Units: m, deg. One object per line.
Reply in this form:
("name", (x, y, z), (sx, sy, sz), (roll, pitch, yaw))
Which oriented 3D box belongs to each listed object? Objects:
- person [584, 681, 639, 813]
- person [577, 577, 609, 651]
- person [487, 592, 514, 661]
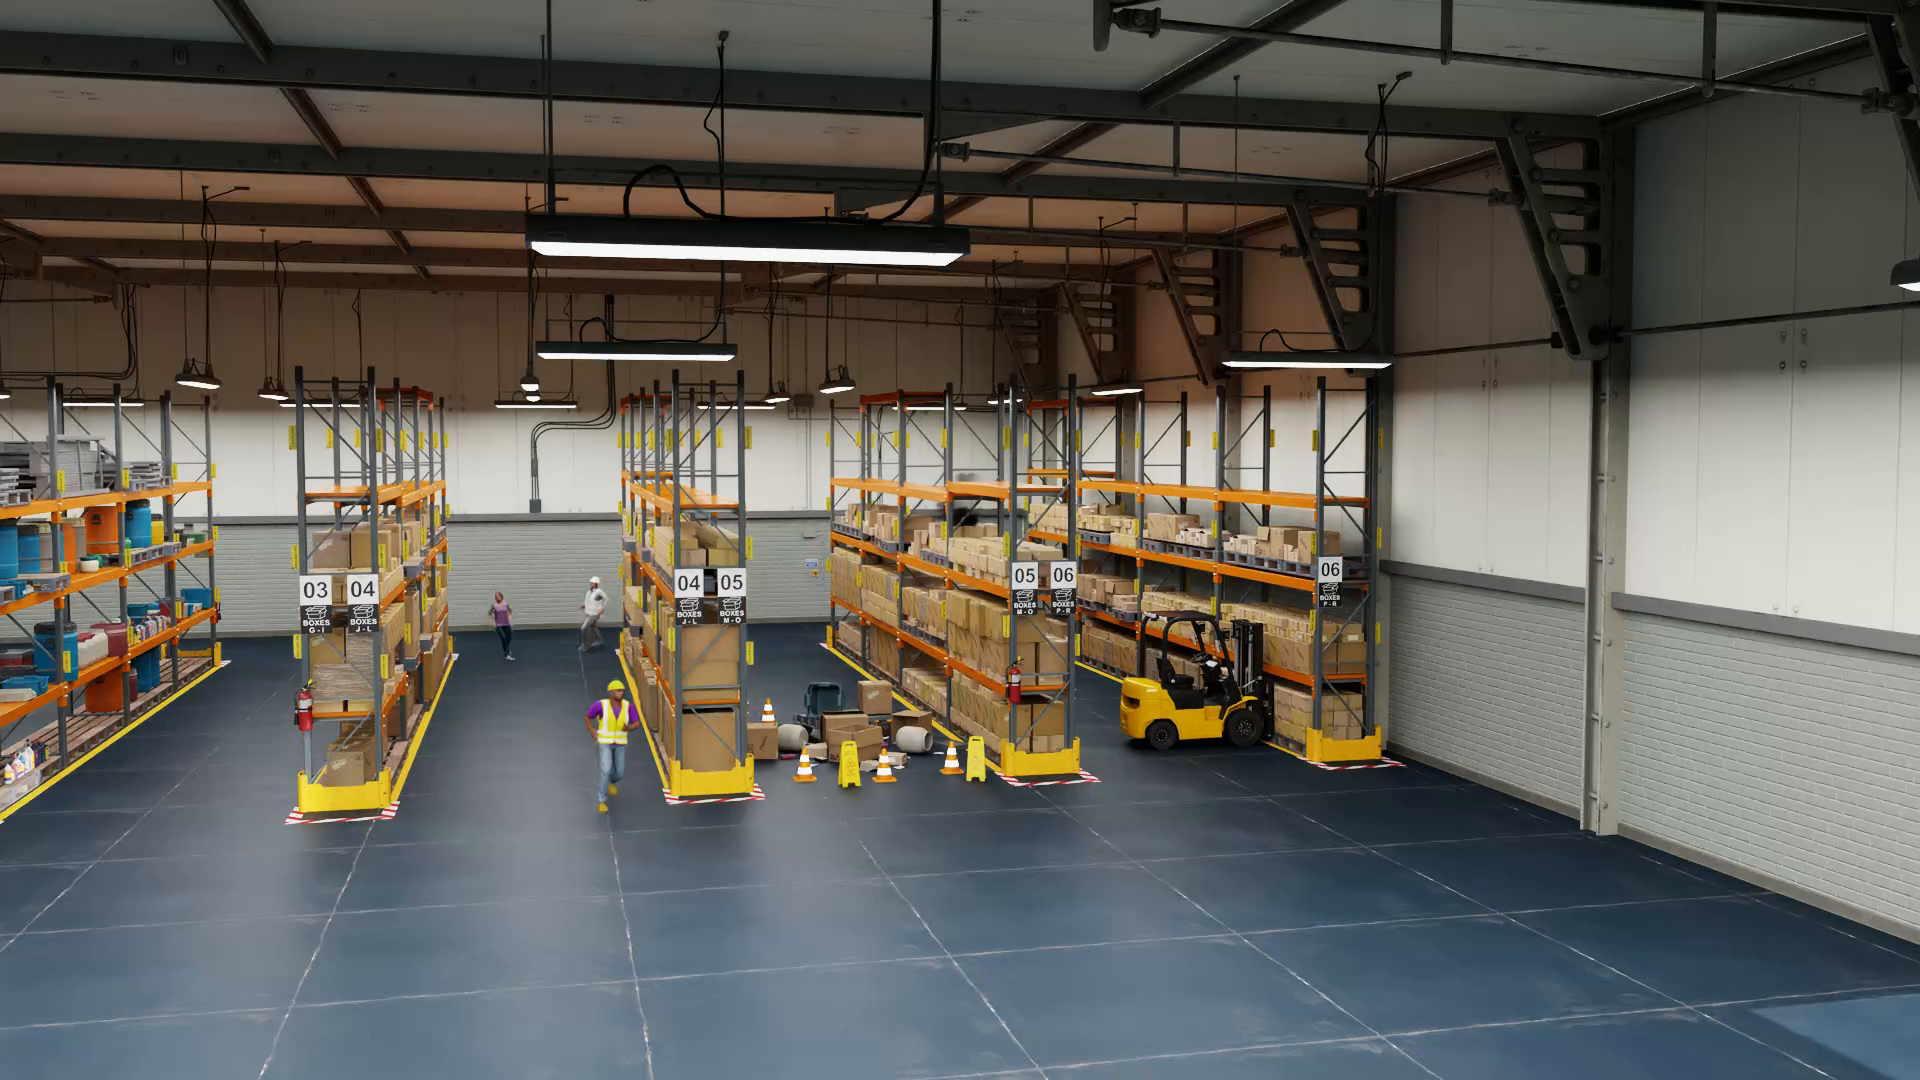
("person", (-4.750, 2.794, 22.826), (0.729, 1.737, 0.889), (-2, 4, -28))
("person", (-8.750, 1.769, 39.689), (0.755, 1.799, 0.729), (-3, 4, -40))
("person", (-10.488, 1.959, 38.004), (0.602, 1.554, 0.659), (-2, 4, -24))
